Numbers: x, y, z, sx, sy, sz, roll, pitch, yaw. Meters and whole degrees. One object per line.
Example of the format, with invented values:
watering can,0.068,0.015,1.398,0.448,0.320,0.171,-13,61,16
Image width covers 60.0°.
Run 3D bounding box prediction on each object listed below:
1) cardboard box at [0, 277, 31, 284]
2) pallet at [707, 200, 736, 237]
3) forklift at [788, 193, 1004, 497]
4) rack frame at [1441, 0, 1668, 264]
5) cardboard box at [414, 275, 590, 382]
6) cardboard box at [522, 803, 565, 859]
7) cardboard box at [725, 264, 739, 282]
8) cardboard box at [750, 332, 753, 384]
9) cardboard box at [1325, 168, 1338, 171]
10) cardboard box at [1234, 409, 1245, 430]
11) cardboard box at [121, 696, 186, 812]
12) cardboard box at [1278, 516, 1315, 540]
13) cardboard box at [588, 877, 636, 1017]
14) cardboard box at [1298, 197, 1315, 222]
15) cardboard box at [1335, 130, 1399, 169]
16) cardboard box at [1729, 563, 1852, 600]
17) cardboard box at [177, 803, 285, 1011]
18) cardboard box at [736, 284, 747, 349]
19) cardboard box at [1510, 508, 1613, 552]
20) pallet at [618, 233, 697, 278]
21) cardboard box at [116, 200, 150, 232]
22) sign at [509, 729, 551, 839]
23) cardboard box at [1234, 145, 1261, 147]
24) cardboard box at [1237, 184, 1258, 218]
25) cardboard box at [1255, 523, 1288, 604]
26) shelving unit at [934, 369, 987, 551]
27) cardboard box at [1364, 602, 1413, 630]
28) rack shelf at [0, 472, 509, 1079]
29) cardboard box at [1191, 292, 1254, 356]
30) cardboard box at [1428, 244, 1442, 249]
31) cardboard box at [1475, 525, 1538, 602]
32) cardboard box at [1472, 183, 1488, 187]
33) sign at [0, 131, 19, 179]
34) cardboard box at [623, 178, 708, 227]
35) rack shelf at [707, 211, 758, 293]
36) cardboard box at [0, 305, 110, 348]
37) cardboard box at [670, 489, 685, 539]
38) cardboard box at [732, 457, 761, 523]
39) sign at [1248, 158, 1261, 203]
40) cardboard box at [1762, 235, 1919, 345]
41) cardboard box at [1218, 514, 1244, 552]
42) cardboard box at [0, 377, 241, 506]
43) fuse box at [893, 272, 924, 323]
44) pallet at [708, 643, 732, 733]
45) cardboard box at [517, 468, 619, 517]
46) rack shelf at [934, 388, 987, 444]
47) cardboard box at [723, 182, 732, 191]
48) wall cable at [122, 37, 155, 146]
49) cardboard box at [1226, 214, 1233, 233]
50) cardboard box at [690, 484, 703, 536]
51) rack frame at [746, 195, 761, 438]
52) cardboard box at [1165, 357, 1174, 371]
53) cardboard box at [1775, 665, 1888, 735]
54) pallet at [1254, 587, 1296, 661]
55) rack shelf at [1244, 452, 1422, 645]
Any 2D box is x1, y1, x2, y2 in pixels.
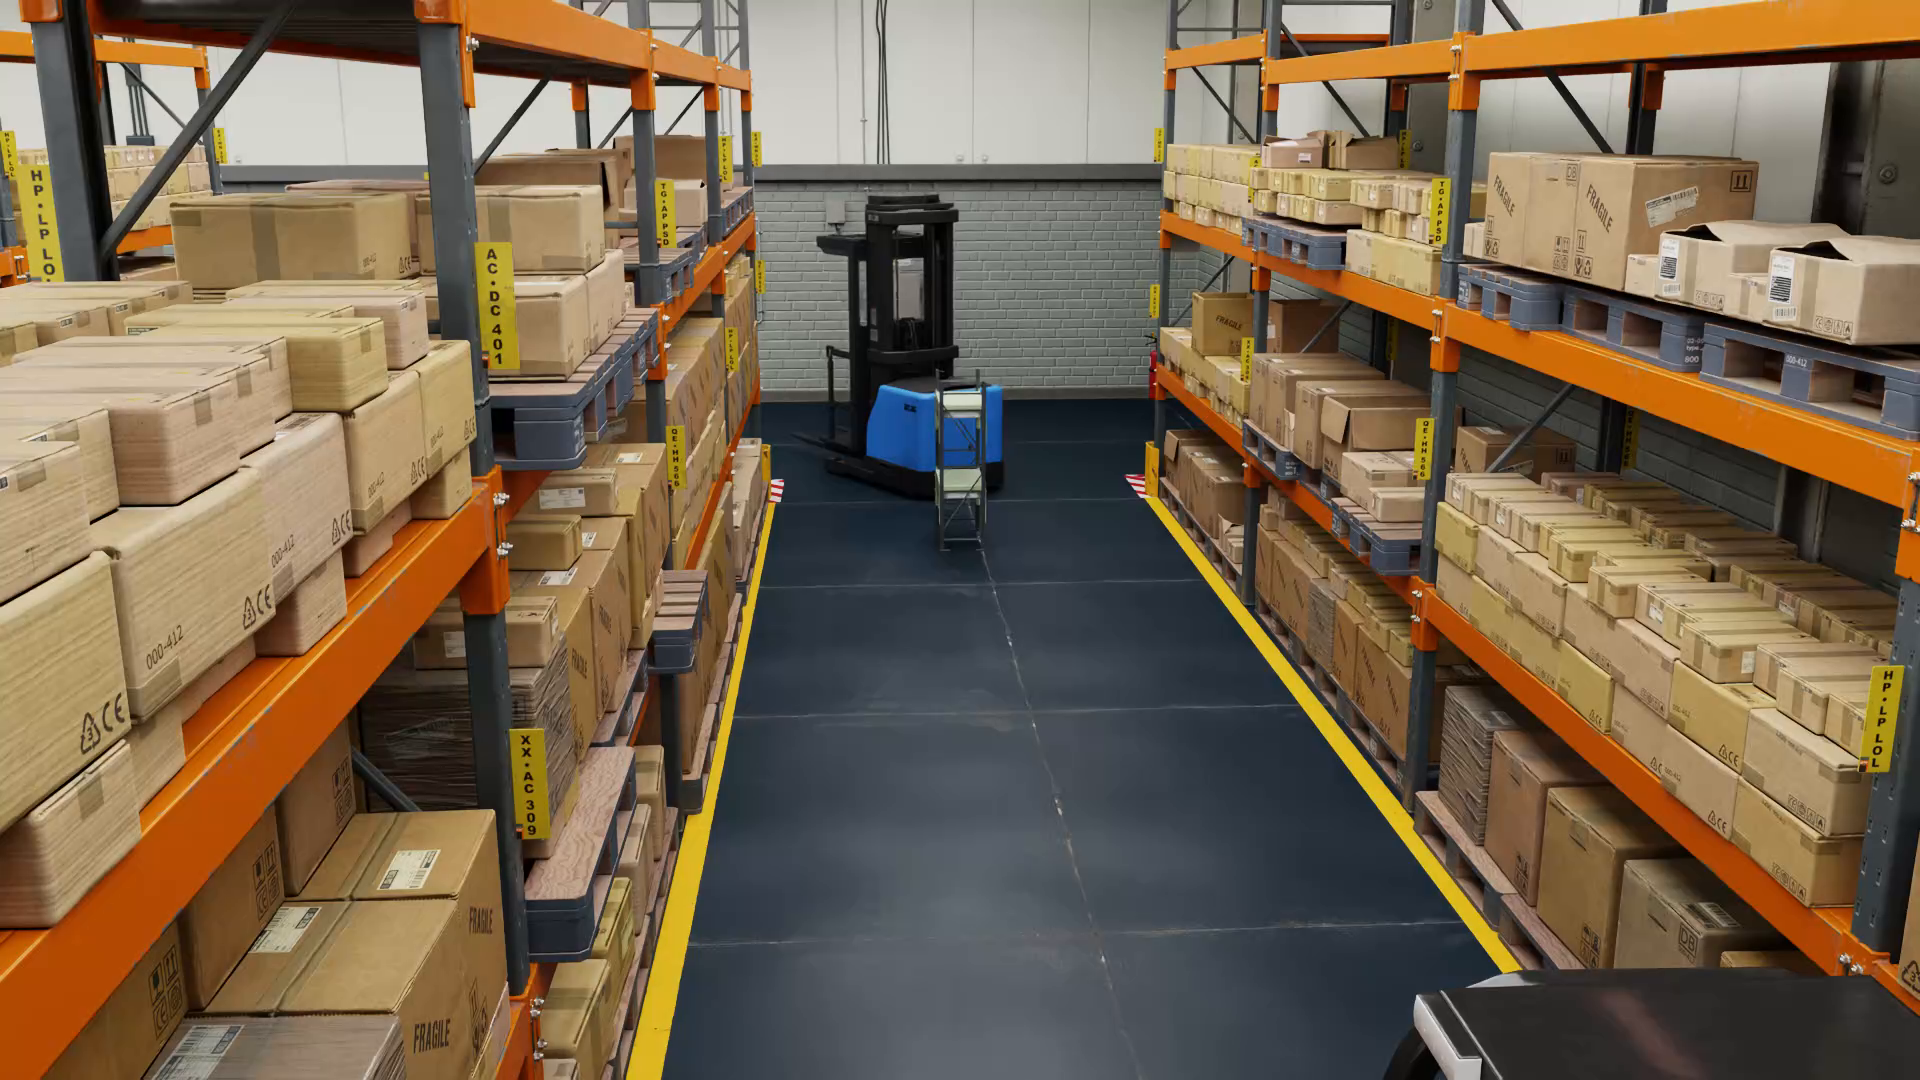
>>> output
cardboard box,-7.524,-1.824,13.291,0.500,0.500,0.500,-1,14,-2
pallet,-2.276,-2.493,12.856,1.003,0.211,1.213,-1,14,-3
forklift,-0.810,-2.162,17.547,1.130,2.935,3.031,-10,17,-34
rack frame,2.966,-2.868,8.115,1.000,3.000,0.127,-1,14,-3
cardboard box,-1.377,-0.625,4.876,0.500,0.250,0.500,-1,14,-5
cardboard box,-1.459,0.885,5.227,0.380,0.149,0.250,-1,14,-3
cardboard box,-2.128,-2.319,14.511,0.380,0.149,0.250,-1,14,-2
cardboard box,-2.174,-1.682,15.345,0.500,0.500,0.500,-1,14,-5
cardboard box,2.853,-2.612,12.001,0.380,0.149,0.250,-1,14,-4
cardboard box,2.408,-0.976,13.303,0.380,0.149,0.250,0,14,-2
cardboard box,-1.330,0.300,2.327,0.380,0.149,0.250,-1,14,-5
cardboard box,2.569,-0.104,12.281,0.380,0.149,0.250,-1,14,-5
cardboard box,-1.868,1.697,6.843,0.950,0.372,0.625,0,14,-2
cardboard box,2.412,-2.143,10.776,0.380,0.149,0.250,-1,14,-2
cardboard box,2.855,-2.745,11.687,0.396,0.266,0.258,-1,14,-3
cardboard box,3.358,0.199,6.732,0.380,0.149,0.250,-1,14,-3
cardboard box,-1.920,0.673,3.587,0.700,0.500,0.500,-1,14,-3
cardboard box,-2.098,-1.914,14.237,0.500,0.500,0.500,-1,14,-4
cardboard box,2.780,-0.047,7.686,0.380,0.149,0.250,-1,14,-3
pallet,-2.153,-1.684,9.911,1.003,0.211,1.213,0,14,-1
cardboard box,-7.017,-2.662,13.634,0.500,0.250,0.500,0,14,-1
sign,-1.199,0.680,4.627,0.100,0.325,0.005,-1,14,-3
cardboard box,2.808,-3.483,15.225,0.500,0.250,0.500,-1,14,-5
cardboard box,2.438,-2.598,12.788,0.500,0.250,0.500,-1,14,-3
cardboard box,2.523,0.173,12.507,0.500,0.500,0.500,0,14,-1
shelving unit,0.000,-0.725,14.833,0.431,1.500,0.755,-1,14,-3
cardboard box,2.662,0.478,10.022,0.380,0.149,0.250,-1,14,-5
rack shelf,-1.617,0.503,2.477,1.077,0.370,4.000,-1,14,-3
cardboard box,2.322,-1.897,14.579,0.500,0.500,0.500,-1,14,-2
cardboard box,2.703,-1.620,8.786,0.380,0.149,0.250,-1,14,-2
cardboard box,2.779,0.106,7.891,0.500,0.250,0.500,0,14,-2
cardboard box,3.151,-1.967,9.534,0.380,0.149,0.250,0,14,-2
sign,-6.617,-2.682,11.582,0.100,0.325,0.005,-1,14,-3
cardboard box,-1.972,-2.277,11.173,0.500,0.311,0.500,-1,14,-3
rack shelf,-2.360,-2.482,14.076,1.077,0.370,4.000,-1,14,-3
cardboard box,-1.994,-0.394,3.423,0.380,0.149,0.250,-1,14,-5
cardboard box,-1.773,-0.185,9.022,0.500,0.250,0.500,-1,14,-4
cardboard box,-2.278,-0.447,15.044,0.875,0.438,0.875,0,14,-2
sign,2.177,-2.650,12.250,0.100,0.325,0.005,-1,14,-3
cardboard box,2.925,-0.806,5.253,0.500,0.311,0.500,-1,14,-5
cardboard box,2.368,-0.060,13.883,0.396,0.266,0.258,0,14,-1
cardboard box,-1.312,-0.148,2.466,0.380,0.149,0.250,-1,14,-3
fuse box,-0.751,-2.649,21.888,0.539,1.711,0.414,-1,14,-3
pallet,-2.034,0.965,10.851,1.003,0.211,1.213,-1,14,-3
cardboard box,-1.605,-0.193,6.814,0.380,0.149,0.250,-2,15,-6
rack shelf,0.000,-1.103,14.736,0.431,0.370,0.720,-1,14,-3
cardboard box,-2.260,-3.244,15.056,0.380,0.149,0.250,-2,15,-8
wall cable,-9.285,-7.645,20.223,2.277,5.999,0.120,-1,14,-3
cardboard box,2.370,-2.563,13.451,0.380,0.149,0.250,-1,14,-4
cardboard box,-1.844,-0.196,10.070,0.500,0.250,0.500,0,14,-2
rack frame,-2.484,-1.875,16.294,1.000,3.000,0.127,-1,14,-3
cardboard box,2.216,-1.745,16.292,0.380,0.149,0.250,-1,14,-4
cardboard box,2.937,0.524,5.468,0.380,0.149,0.250,-1,14,-4
pallet,2.806,0.595,12.292,1.003,0.211,1.213,-1,14,-3
rack shelf,2.842,-0.112,10.885,1.077,0.370,4.000,-1,14,-3
